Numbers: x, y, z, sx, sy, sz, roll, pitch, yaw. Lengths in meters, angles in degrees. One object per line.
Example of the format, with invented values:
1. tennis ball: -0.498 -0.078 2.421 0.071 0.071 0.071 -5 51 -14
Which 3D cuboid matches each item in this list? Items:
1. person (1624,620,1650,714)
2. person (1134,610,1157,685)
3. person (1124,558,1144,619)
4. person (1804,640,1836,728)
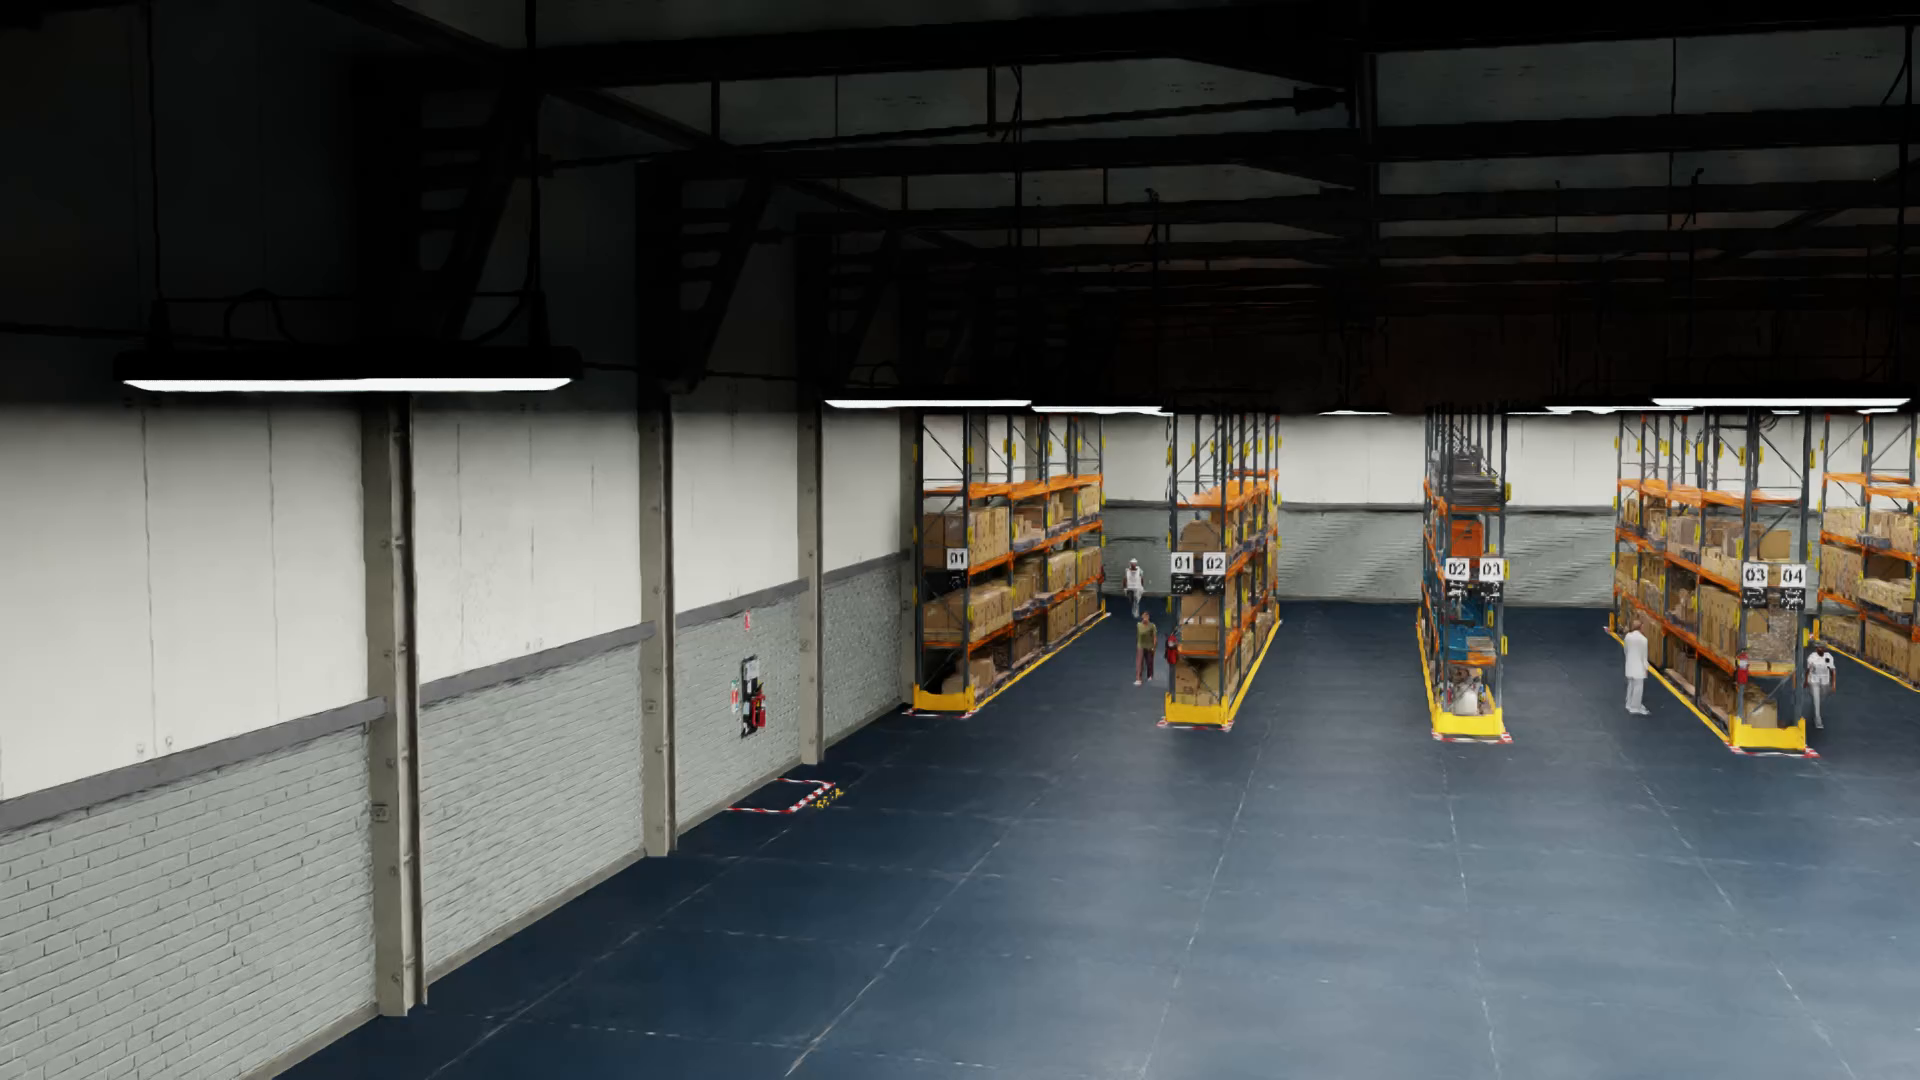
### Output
1. person: 13.140 2.438 32.201 0.503 1.788 0.640 -1 4 -17
2. person: 3.983 2.280 35.564 0.447 1.589 1.095 1 4 12
3. person: 4.934 1.362 47.340 0.566 1.706 1.118 1 4 16
4. person: 15.924 2.631 30.766 0.463 1.625 0.989 1 4 13
